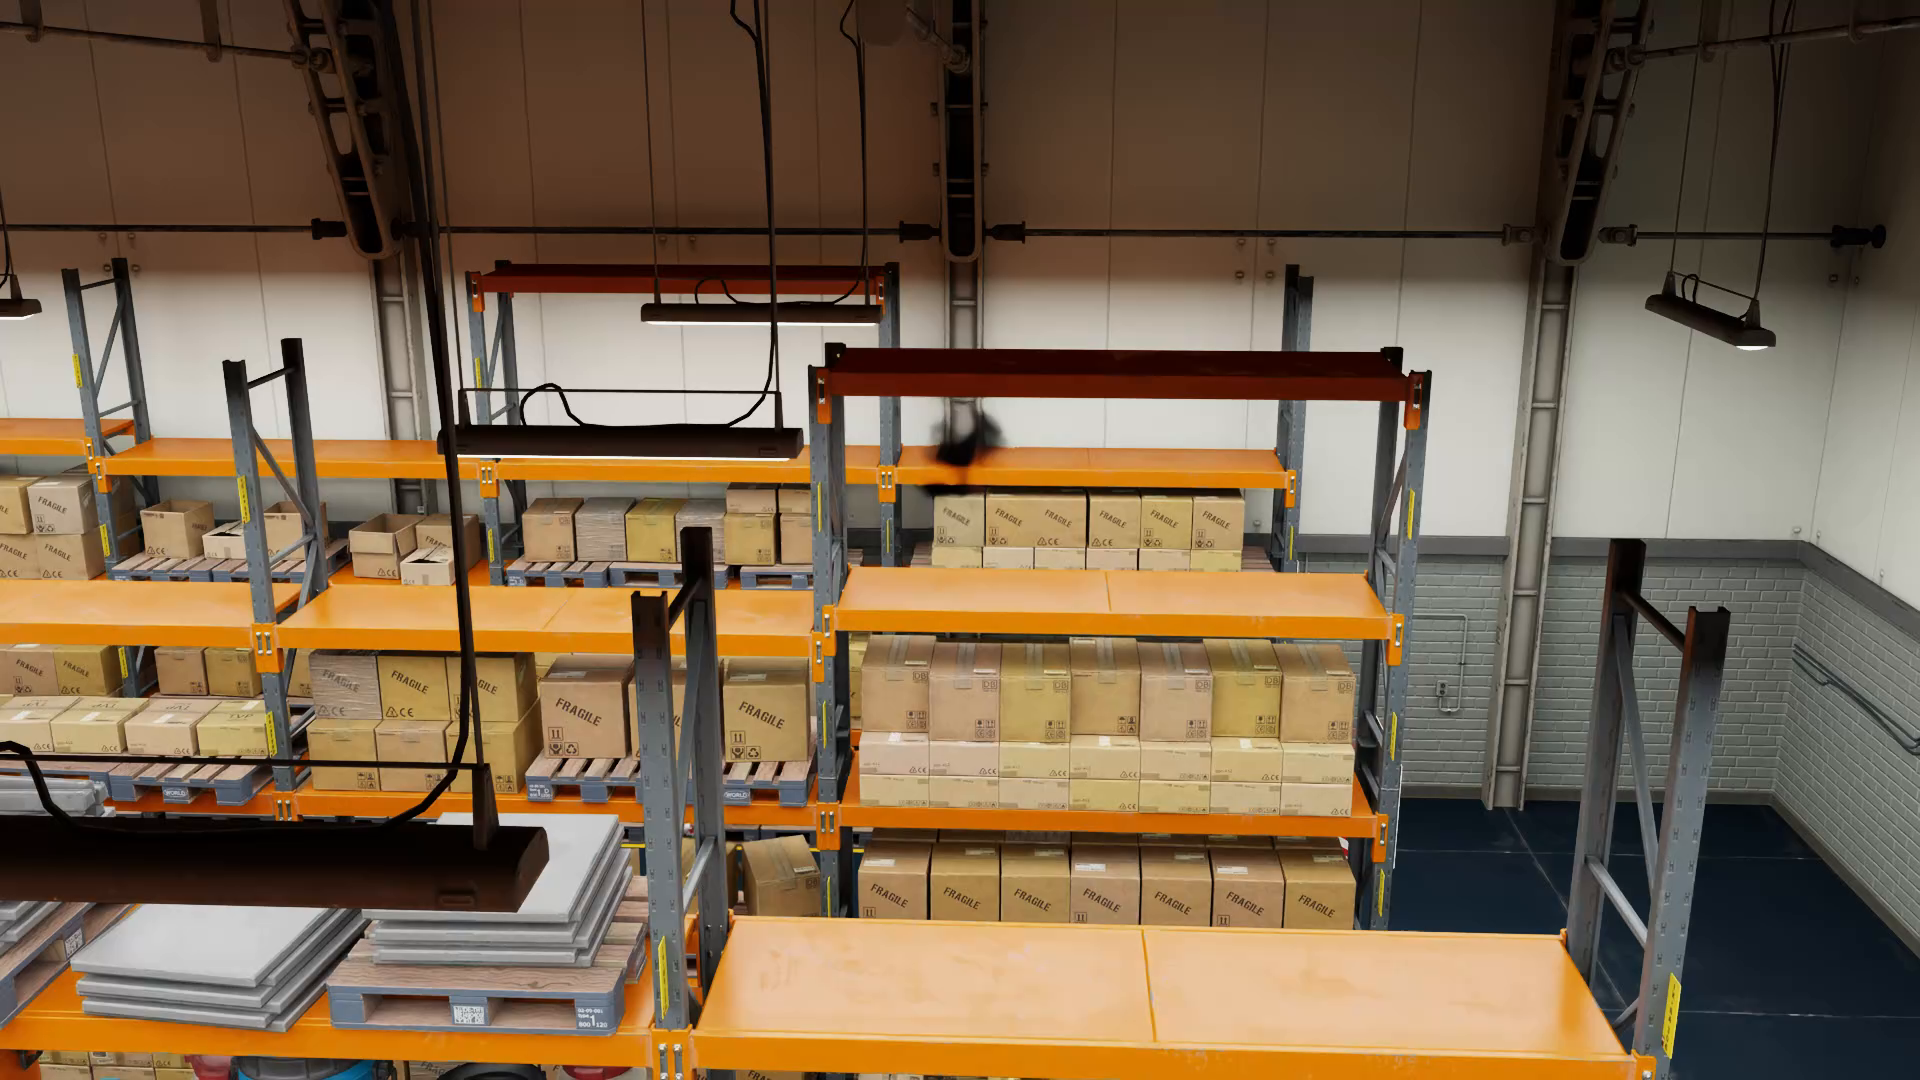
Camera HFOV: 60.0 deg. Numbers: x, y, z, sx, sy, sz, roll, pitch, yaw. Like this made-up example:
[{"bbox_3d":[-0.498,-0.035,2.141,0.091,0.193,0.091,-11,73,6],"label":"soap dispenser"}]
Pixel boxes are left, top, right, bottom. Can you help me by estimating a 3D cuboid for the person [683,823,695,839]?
[{"bbox_3d":[-2.427,2.738,15.686,0.598,1.739,0.662,-2,16,-8],"label":"person"}]
